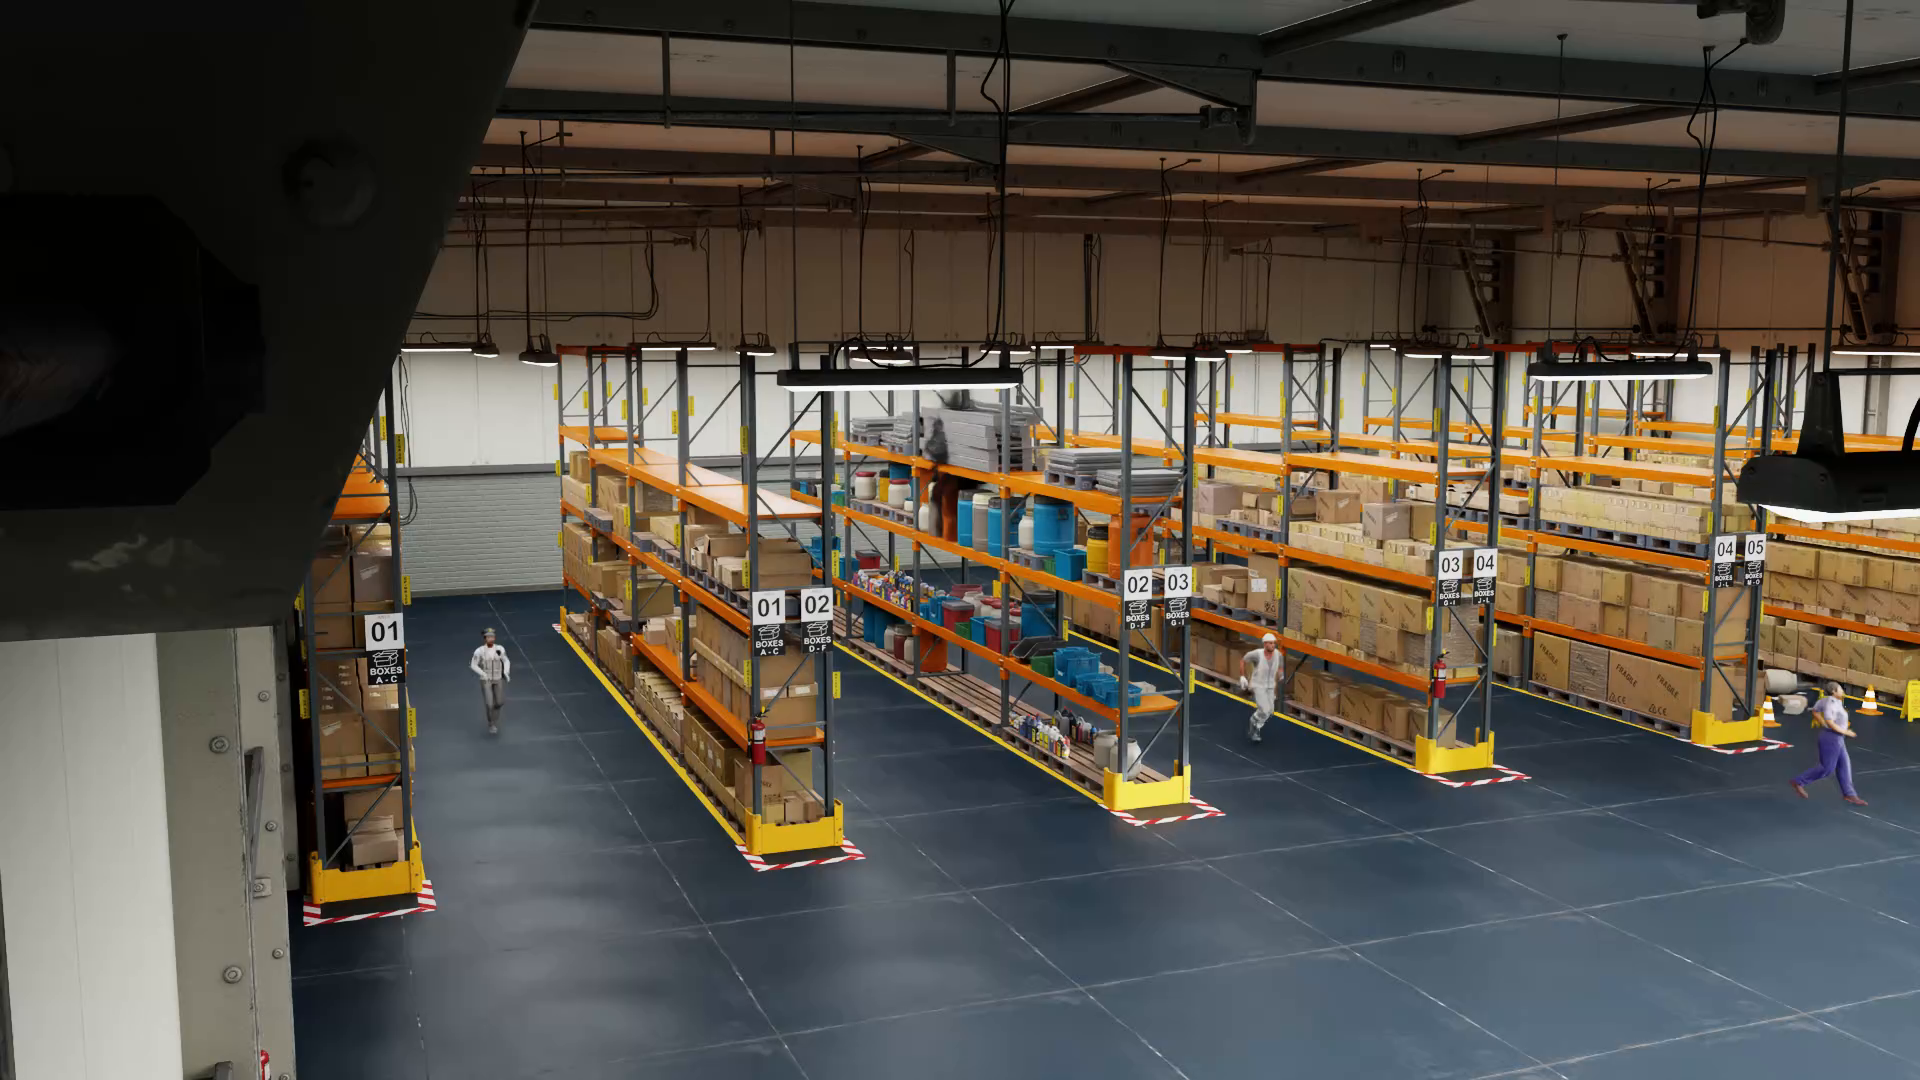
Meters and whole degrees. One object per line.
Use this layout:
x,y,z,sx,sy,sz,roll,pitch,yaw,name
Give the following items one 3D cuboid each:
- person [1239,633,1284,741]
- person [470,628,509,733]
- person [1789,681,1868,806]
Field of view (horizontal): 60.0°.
4.631,2.243,25.223,0.620,1.702,0.719,-3,8,-25,person
-7.386,2.200,26.212,0.616,1.659,0.531,-4,8,-26,person
11.649,2.701,22.250,0.959,1.640,0.643,3,8,23,person
